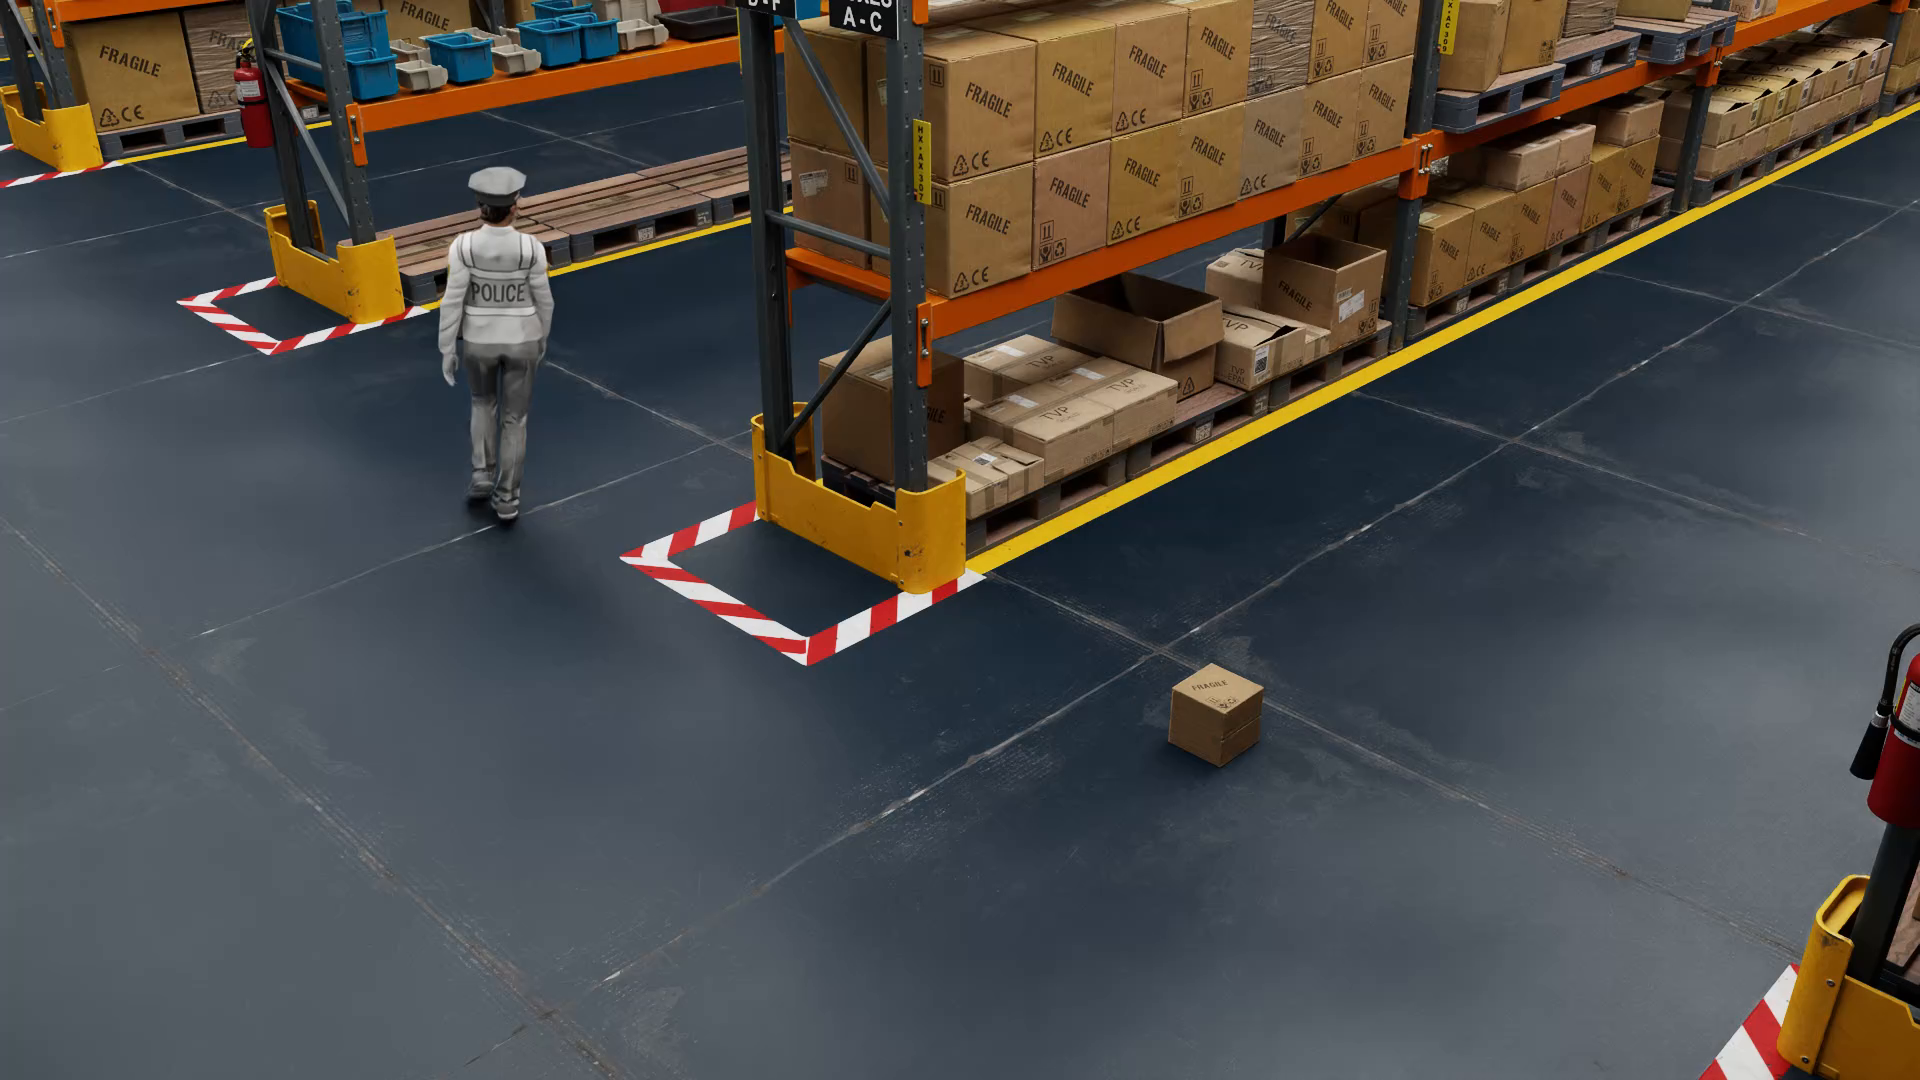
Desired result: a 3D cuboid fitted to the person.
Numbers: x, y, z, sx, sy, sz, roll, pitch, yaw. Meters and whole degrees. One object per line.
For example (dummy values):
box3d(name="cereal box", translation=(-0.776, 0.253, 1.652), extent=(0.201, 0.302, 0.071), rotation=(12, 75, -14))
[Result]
box3d(name="person", translation=(-2.159, -0.894, 7.808), extent=(0.544, 1.697, 0.468), rotation=(-5, 28, -9))
